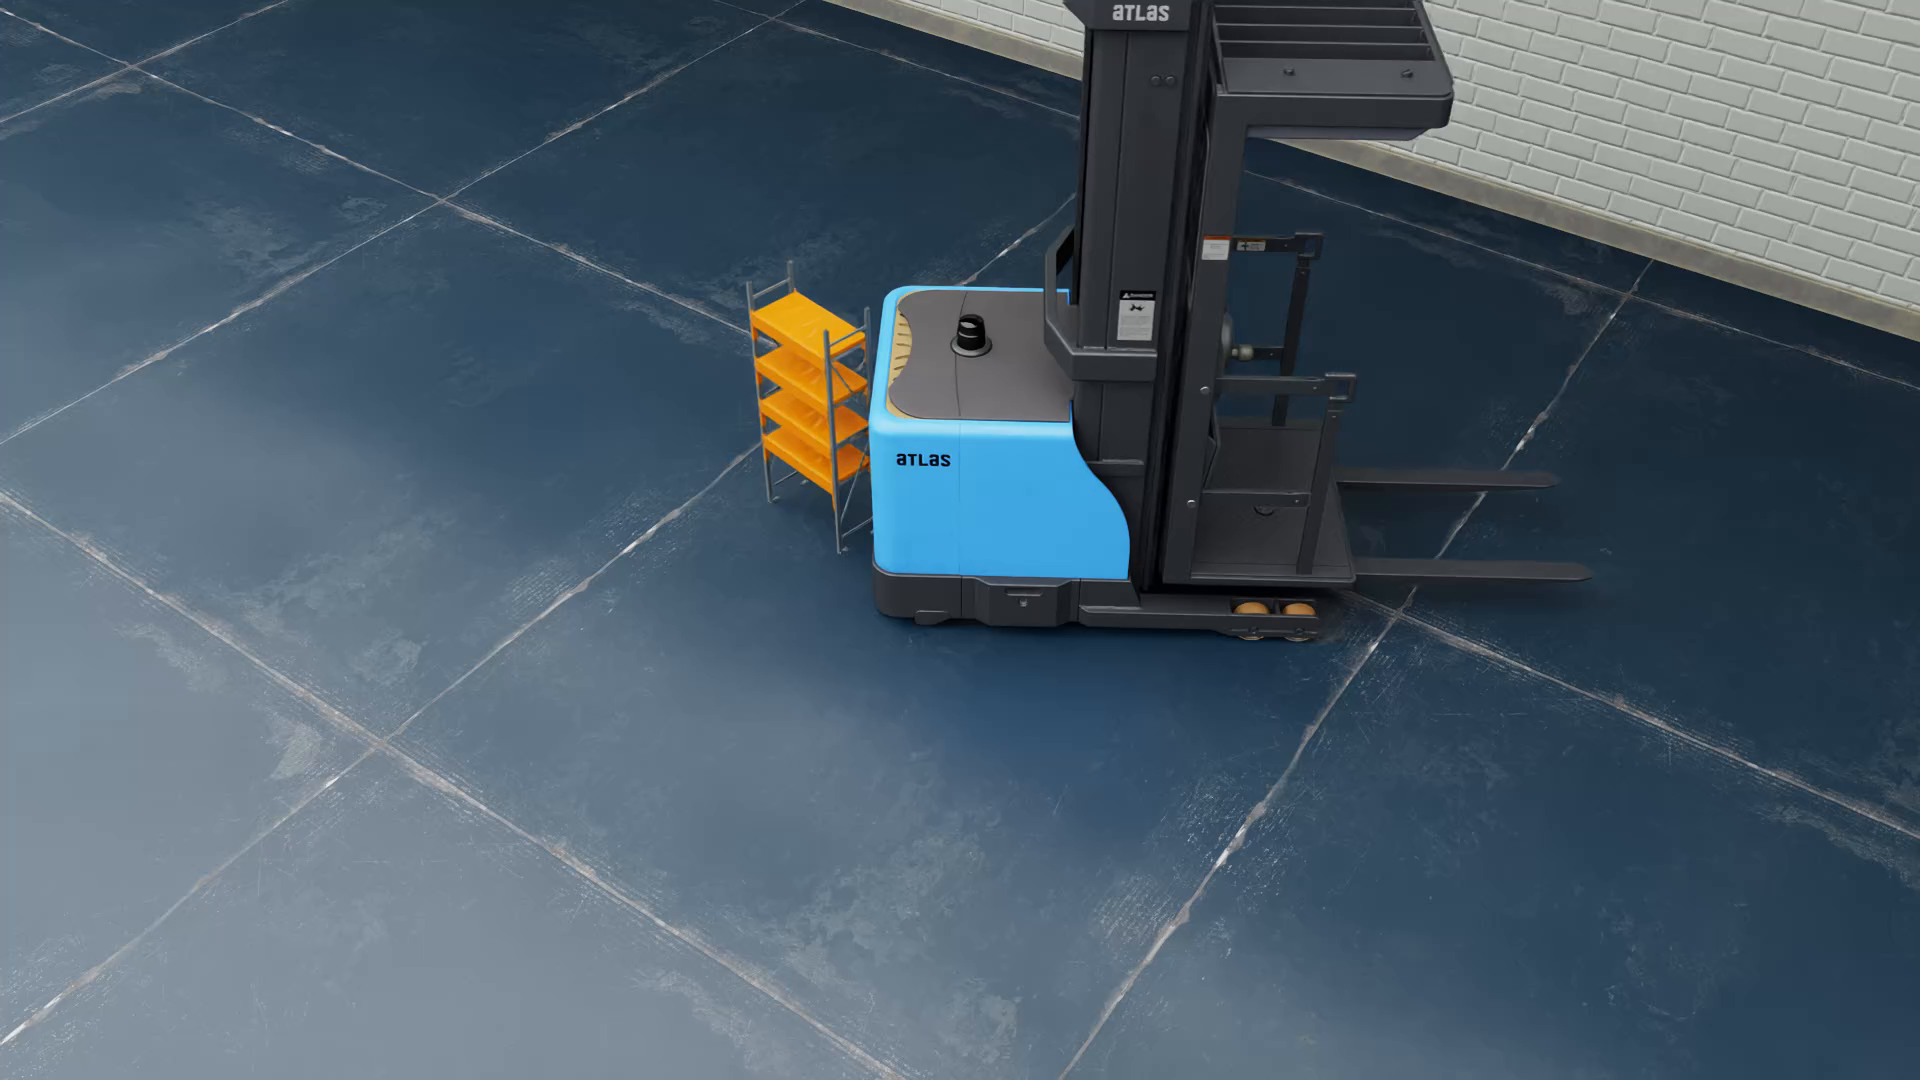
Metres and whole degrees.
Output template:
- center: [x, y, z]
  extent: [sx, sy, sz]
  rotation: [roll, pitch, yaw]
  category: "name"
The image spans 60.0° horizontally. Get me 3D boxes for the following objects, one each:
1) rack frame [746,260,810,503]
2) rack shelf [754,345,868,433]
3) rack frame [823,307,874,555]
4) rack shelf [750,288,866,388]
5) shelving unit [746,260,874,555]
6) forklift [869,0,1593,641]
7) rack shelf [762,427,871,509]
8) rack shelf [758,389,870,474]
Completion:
- center: [-0.797, -0.674, 7.352]
  extent: [0.240, 1.200, 0.015]
  rotation: [-33, 51, -31]
  category: "rack frame"
- center: [-0.627, -0.674, 7.118]
  extent: [0.258, 0.148, 0.480]
  rotation: [-33, 51, -31]
  category: "rack shelf"
- center: [-0.457, -0.441, 7.091]
  extent: [0.240, 1.200, 0.015]
  rotation: [-33, 51, -31]
  category: "rack frame"
- center: [-0.627, -0.851, 6.960]
  extent: [0.258, 0.148, 0.480]
  rotation: [-33, 51, -31]
  category: "rack shelf"
- center: [-0.627, -0.558, 7.222]
  extent: [0.258, 1.200, 0.503]
  rotation: [-33, 51, -31]
  category: "shelving unit"
- center: [1.161, -1.028, 6.449]
  extent: [3.031, 2.935, 1.130]
  rotation: [1, 42, 2]
  category: "forklift"
- center: [-0.627, -0.360, 7.399]
  extent: [0.258, 0.148, 0.480]
  rotation: [-33, 51, -31]
  category: "rack shelf"
- center: [-0.627, -0.508, 7.267]
  extent: [0.258, 0.148, 0.480]
  rotation: [-33, 51, -31]
  category: "rack shelf"
